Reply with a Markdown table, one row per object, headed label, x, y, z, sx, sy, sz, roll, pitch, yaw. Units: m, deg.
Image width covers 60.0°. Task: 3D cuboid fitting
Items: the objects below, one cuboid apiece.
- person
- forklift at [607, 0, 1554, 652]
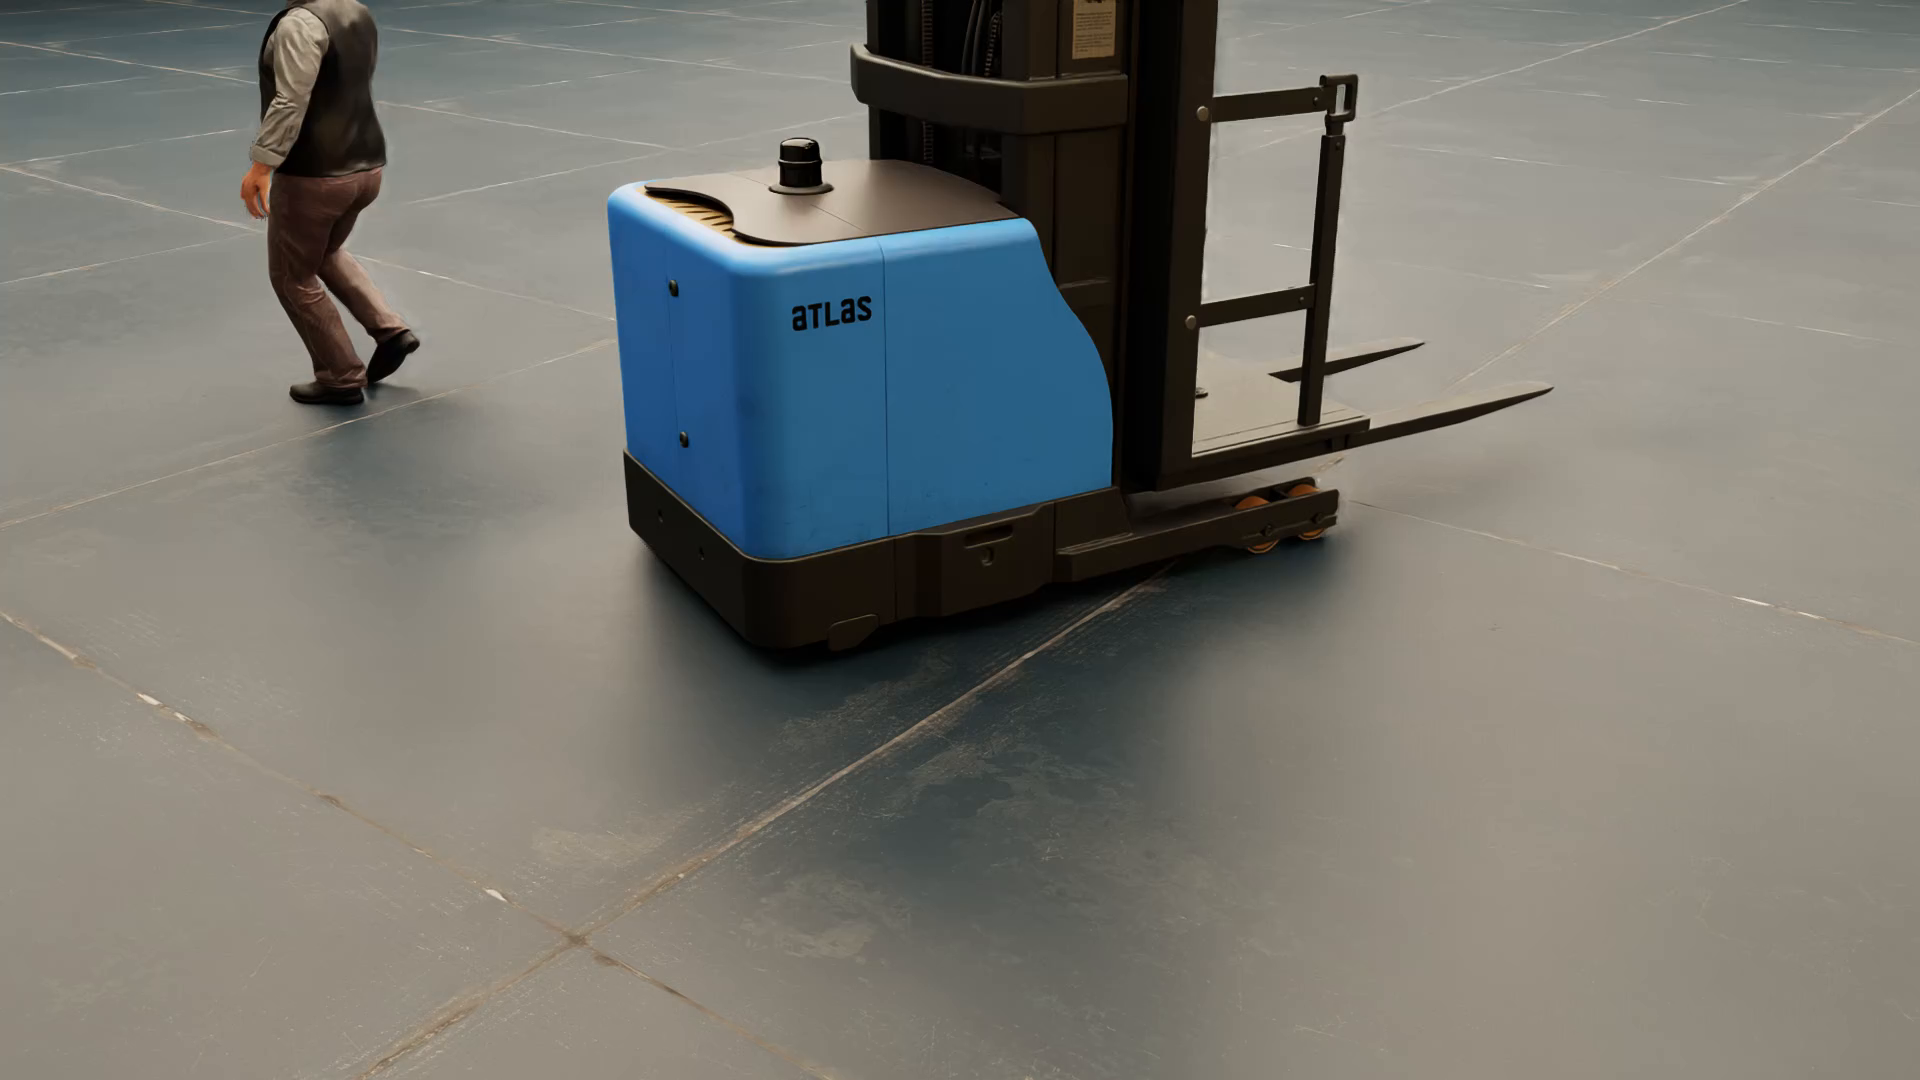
| label | x | y | z | sx | sy | sz | roll | pitch | yaw |
| --- | --- | --- | --- | --- | --- | --- | --- | --- | --- |
| person | -2.301 | -1.292 | 5.883 | 0.481 | 1.687 | 0.760 | 6 | 24 | 15 |
| forklift | 0.548 | -1.472 | 4.725 | 3.031 | 2.935 | 1.130 | -13 | 27 | -28 |
